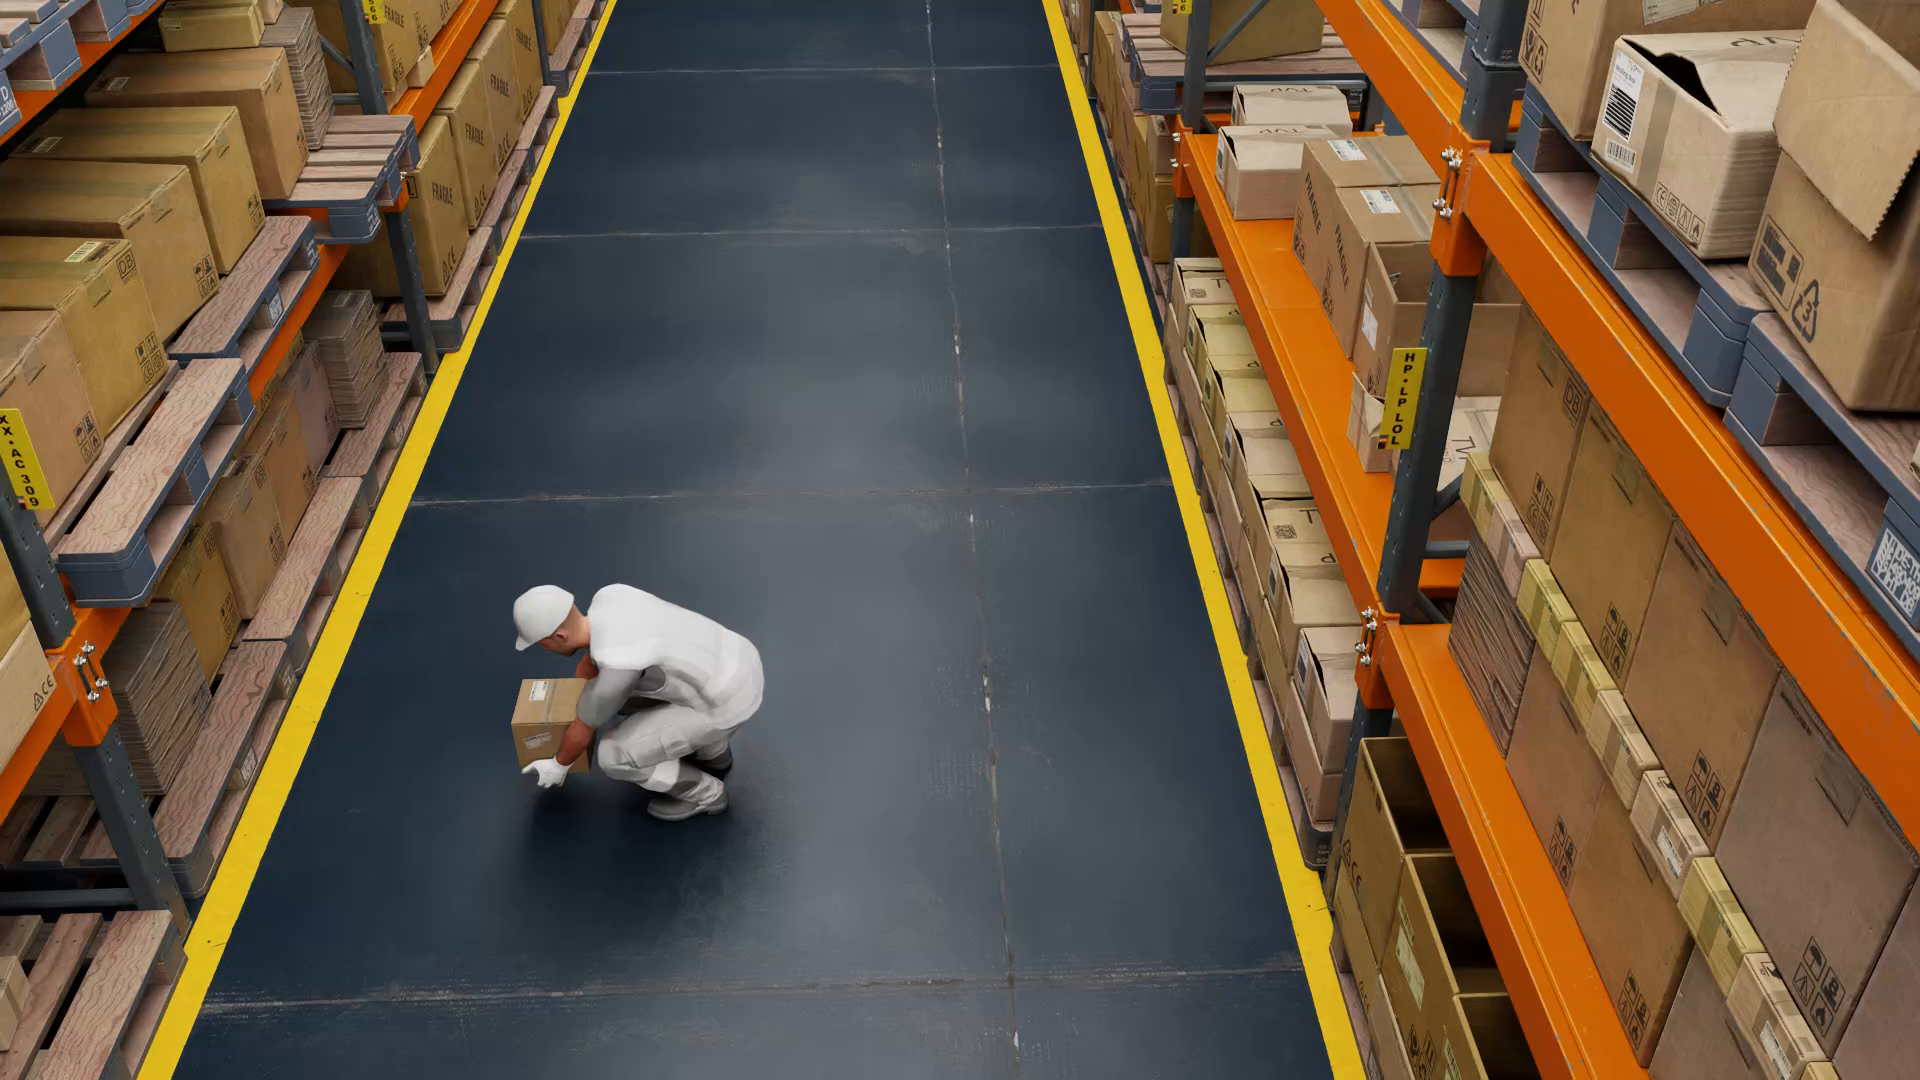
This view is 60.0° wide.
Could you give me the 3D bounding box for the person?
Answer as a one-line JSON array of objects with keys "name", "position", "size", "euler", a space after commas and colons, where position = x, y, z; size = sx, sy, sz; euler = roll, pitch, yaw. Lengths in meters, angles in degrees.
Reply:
[{"name": "person", "position": [-1.161, 0.543, 6.045], "size": [0.892, 0.998, 0.547], "euler": [-2, 35, -3]}]
